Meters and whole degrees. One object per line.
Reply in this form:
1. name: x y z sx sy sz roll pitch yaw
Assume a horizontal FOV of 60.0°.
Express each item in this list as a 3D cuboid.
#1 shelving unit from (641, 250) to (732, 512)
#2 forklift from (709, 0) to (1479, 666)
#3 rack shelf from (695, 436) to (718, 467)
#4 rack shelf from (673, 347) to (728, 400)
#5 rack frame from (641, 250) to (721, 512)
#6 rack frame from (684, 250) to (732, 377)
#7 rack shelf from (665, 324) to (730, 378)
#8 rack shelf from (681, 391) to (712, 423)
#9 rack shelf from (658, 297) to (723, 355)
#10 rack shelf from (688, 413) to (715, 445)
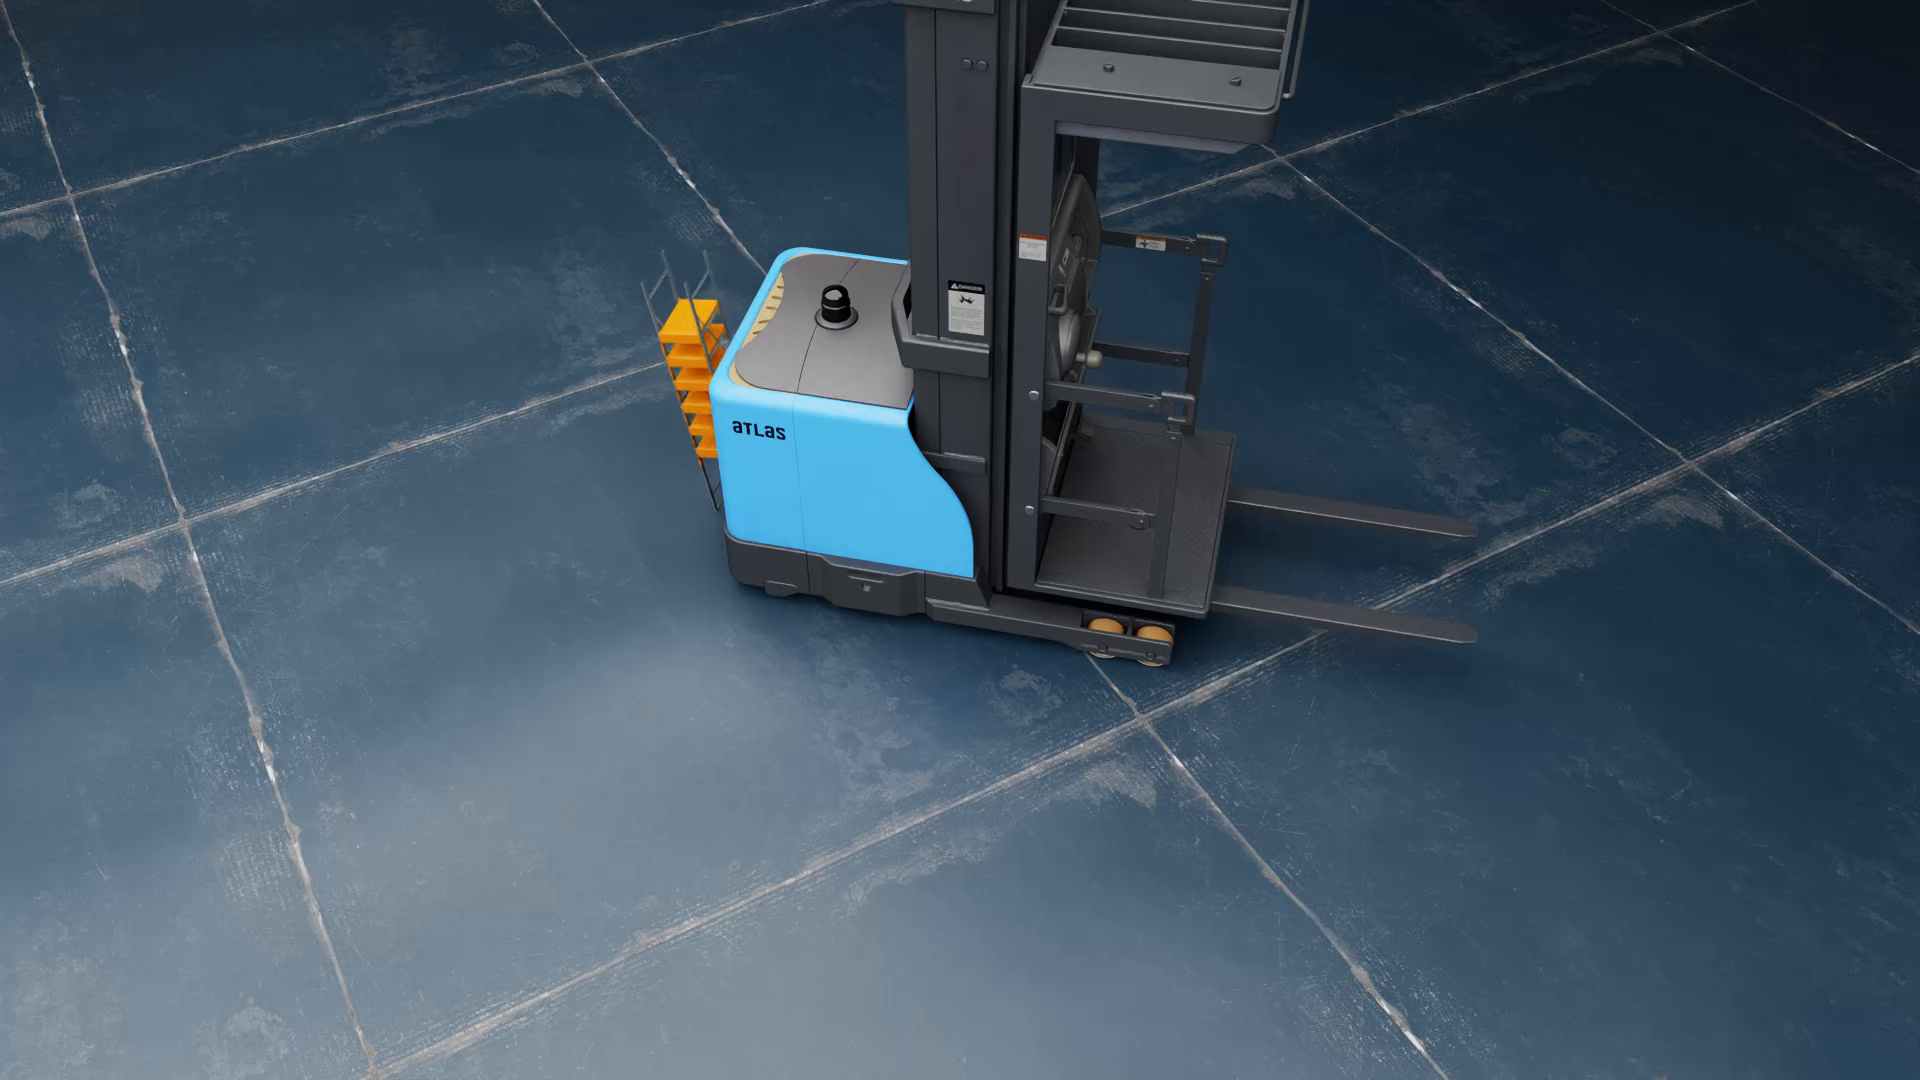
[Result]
1. shelving unit: -1.043 -0.639 6.965 0.189 1.200 0.258 3 44 16
2. forklift: 0.607 -0.955 6.059 3.031 2.935 1.130 9 45 9
3. rack shelf: -1.002 -0.430 7.153 0.180 0.103 0.258 3 44 16
4. rack shelf: -1.054 -0.694 6.915 0.180 0.103 0.258 3 44 16
5. rack frame: -1.131 -0.644 6.989 0.006 1.200 0.240 3 44 16
6. rack frame: -0.955 -0.634 6.940 0.006 1.200 0.240 3 44 16
7. rack shelf: -1.072 -0.782 6.835 0.180 0.103 0.258 3 44 16
8. rack shelf: -1.037 -0.606 6.994 0.180 0.103 0.258 3 44 16
9. rack shelf: -1.089 -0.871 6.755 0.180 0.103 0.258 3 44 16
10. rack shelf: -1.020 -0.518 7.074 0.180 0.103 0.258 3 44 16
